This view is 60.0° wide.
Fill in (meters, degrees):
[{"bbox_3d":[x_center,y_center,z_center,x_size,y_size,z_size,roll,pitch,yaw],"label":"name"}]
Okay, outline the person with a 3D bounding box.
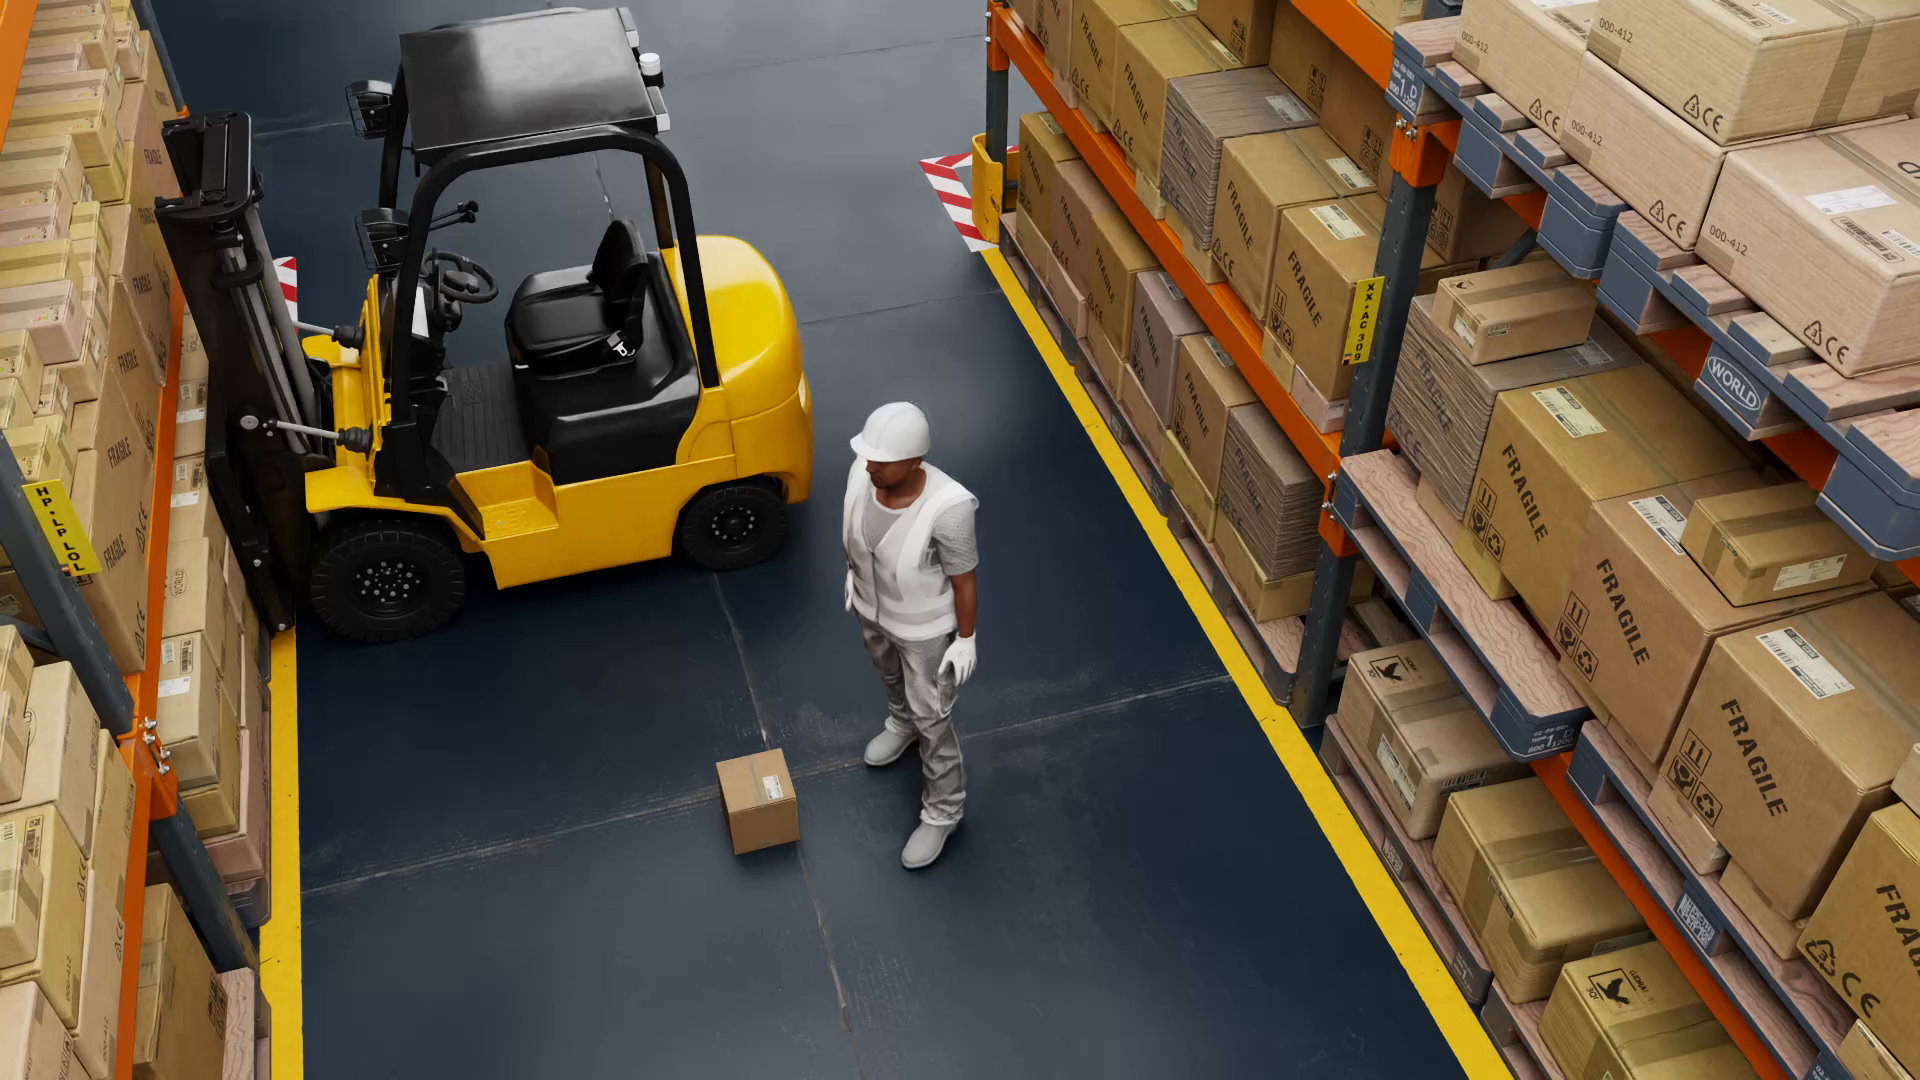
[{"bbox_3d":[-0.217,0.289,5.802,0.663,1.778,0.579,30,50,29],"label":"person"}]
